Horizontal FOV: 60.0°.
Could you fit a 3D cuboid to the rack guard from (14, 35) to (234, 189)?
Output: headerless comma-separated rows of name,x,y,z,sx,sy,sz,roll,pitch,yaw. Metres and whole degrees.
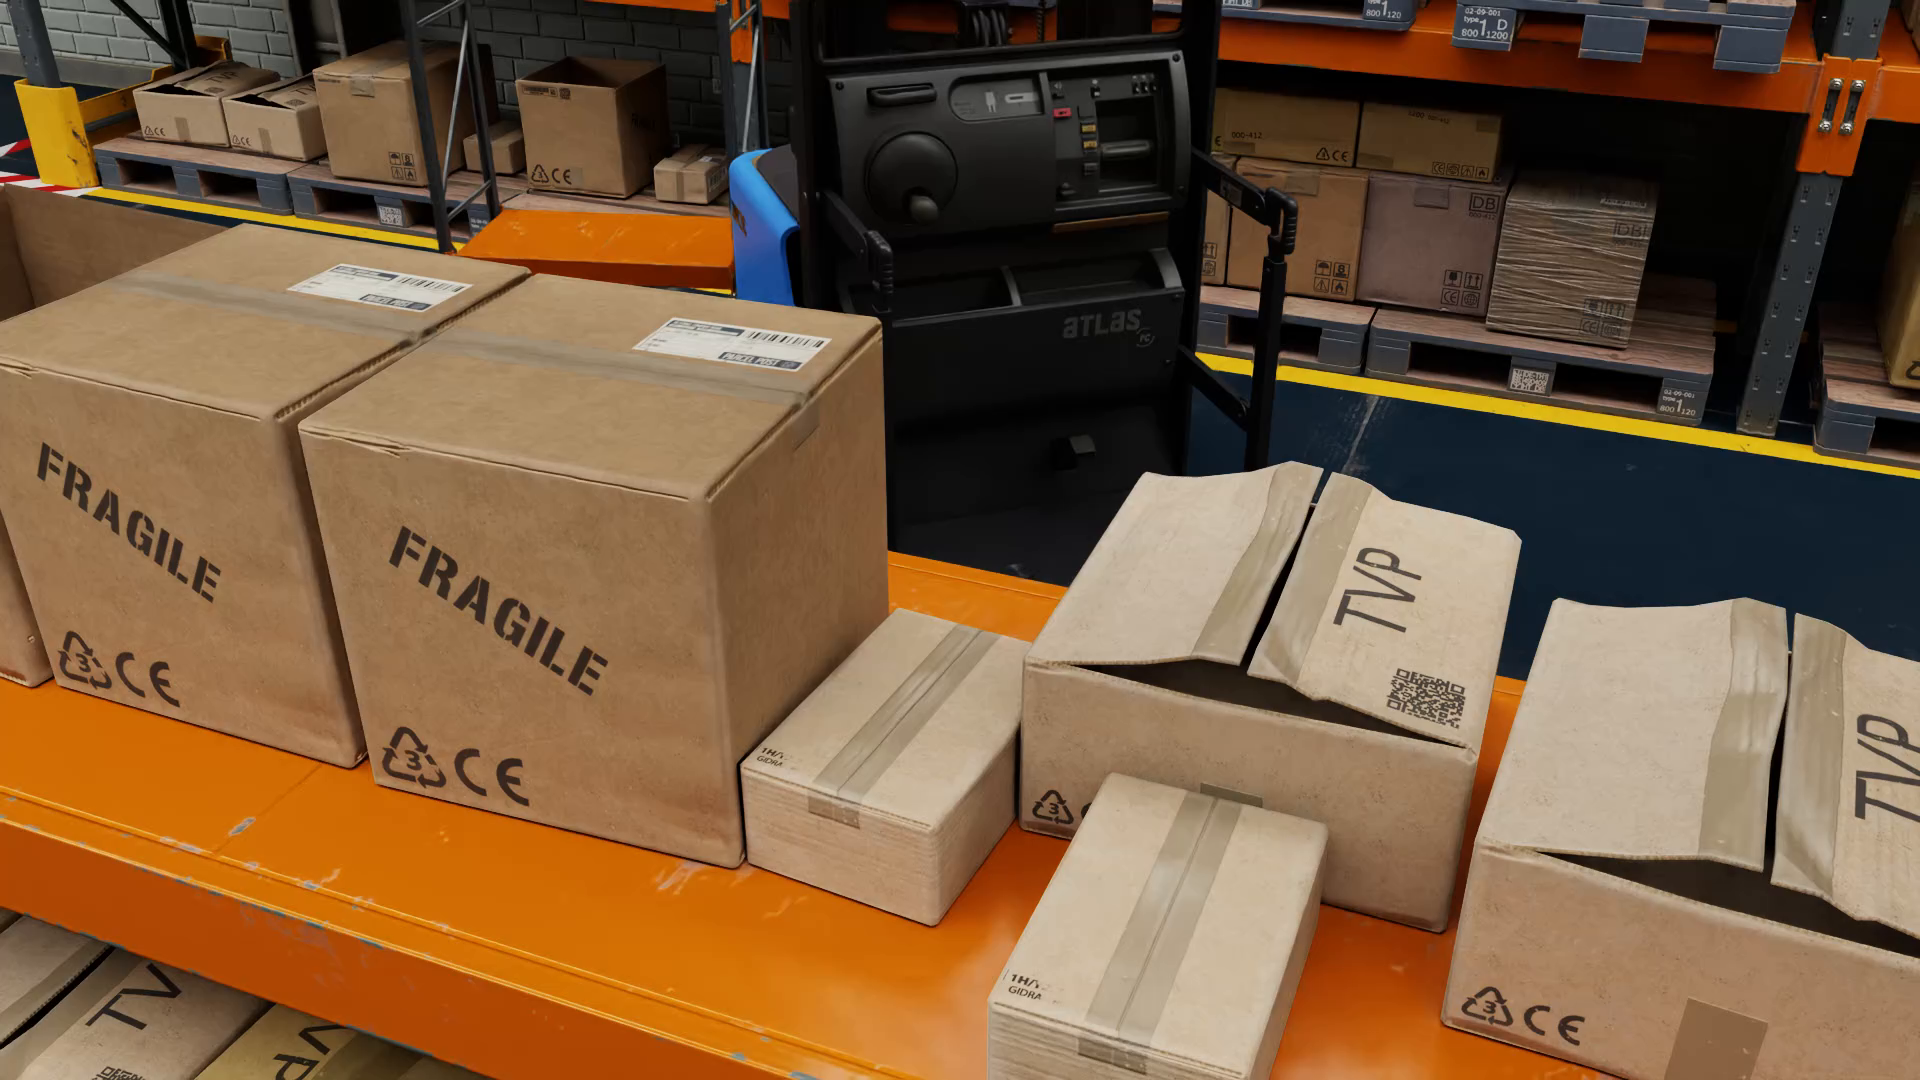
rack guard,-4.336,-2.278,8.772,0.348,0.500,1.175,11,31,19

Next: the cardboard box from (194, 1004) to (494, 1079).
cardboard box,-0.844,0.863,2.472,0.500,0.311,0.500,12,32,20

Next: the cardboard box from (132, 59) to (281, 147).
cardboard box,-3.799,-2.232,8.436,0.500,0.311,0.500,8,30,13

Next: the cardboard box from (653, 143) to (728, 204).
cardboard box,-1.207,-1.684,7.612,0.250,0.166,0.380,7,30,13

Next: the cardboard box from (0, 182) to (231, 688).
cardboard box,-1.365,-0.177,2.414,0.500,0.500,0.500,14,32,23

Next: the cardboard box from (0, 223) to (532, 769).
cardboard box,-0.901,-0.085,2.250,0.500,0.500,0.500,11,31,19

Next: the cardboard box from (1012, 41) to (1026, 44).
cardboard box,0.398,-1.861,6.826,0.500,0.250,0.500,11,31,18

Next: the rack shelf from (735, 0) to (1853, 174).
rack shelf,1.154,-1.957,6.395,4.000,0.370,1.077,11,31,19

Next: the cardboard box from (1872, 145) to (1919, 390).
cardboard box,3.639,-0.951,5.642,0.750,0.750,0.750,11,31,18

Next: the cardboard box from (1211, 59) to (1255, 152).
cardboard box,0.881,-1.767,6.659,0.500,0.250,0.500,10,31,18

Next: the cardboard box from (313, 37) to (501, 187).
cardboard box,-2.610,-2.050,7.923,0.500,0.500,0.700,9,31,16

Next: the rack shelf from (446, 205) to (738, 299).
rack shelf,-1.215,-0.989,5.841,1.000,0.185,0.538,3,30,6

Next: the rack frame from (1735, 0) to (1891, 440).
rack frame,3.007,-1.900,5.563,0.127,3.000,1.000,11,31,19

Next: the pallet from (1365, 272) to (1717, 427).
pallet,2.283,-0.831,6.506,1.213,0.211,1.003,11,31,19

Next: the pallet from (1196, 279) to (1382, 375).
pallet,1.157,-1.058,6.907,1.213,0.211,1.003,11,31,19

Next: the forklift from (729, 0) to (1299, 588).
forklift,0.207,-0.953,3.958,1.130,2.935,3.031,-9,31,-16

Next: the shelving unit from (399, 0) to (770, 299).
shelving unit,-1.206,-1.145,5.751,1.083,1.500,0.587,3,30,6

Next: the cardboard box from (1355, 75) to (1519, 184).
cardboard box,1.815,-1.573,6.316,0.500,0.250,0.500,12,32,20

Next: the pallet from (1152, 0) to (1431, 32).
pallet,1.157,-2.164,6.225,1.213,0.211,1.003,11,31,19

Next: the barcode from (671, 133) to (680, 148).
barcode,-1.375,-1.916,7.969,0.075,0.075,0.001,11,31,19

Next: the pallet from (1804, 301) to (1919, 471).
pallet,3.709,-0.506,5.931,1.213,0.211,1.003,11,31,19

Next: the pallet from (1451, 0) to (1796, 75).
pallet,2.306,-1.900,5.758,1.003,0.211,1.213,11,31,19

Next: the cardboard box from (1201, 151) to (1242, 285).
cardboard box,0.944,-1.429,6.824,0.500,0.500,0.700,12,32,20

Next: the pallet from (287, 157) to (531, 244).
pallet,-2.470,-1.759,8.148,1.213,0.211,1.003,11,31,19

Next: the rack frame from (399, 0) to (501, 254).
rack frame,-1.720,-1.174,5.802,0.032,1.500,0.500,3,30,6

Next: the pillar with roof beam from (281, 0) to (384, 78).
pillar with roof beam,-5.051,-4.294,3.702,0.400,9.000,9.100,11,31,19

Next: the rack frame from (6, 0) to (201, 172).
rack frame,-4.406,-3.380,8.182,0.127,3.000,1.000,11,31,19

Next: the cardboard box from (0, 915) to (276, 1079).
cardboard box,-1.327,0.770,2.638,0.500,0.311,0.500,10,31,17

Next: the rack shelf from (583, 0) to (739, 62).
rack shelf,-2.553,-2.697,7.704,4.000,0.370,1.077,11,31,19

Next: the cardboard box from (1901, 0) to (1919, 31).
cardboard box,3.405,-1.856,5.720,0.250,0.149,0.380,12,32,20

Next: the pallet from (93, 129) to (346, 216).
pallet,-3.596,-1.986,8.549,1.213,0.211,1.003,11,31,19

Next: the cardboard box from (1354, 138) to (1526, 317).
cardboard box,1.886,-1.261,6.526,0.500,0.500,0.700,11,31,19

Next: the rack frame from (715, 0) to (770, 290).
rack frame,-0.710,-1.117,5.702,0.032,1.500,0.500,3,30,6

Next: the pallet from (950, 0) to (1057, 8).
pallet,-0.046,-2.349,6.552,1.213,0.211,1.003,11,31,19

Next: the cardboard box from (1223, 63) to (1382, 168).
cardboard box,1.337,-1.666,6.481,0.500,0.250,0.500,11,31,19

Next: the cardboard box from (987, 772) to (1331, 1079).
cardboard box,0.211,0.428,1.699,0.250,0.149,0.380,11,31,19

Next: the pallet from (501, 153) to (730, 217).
pallet,-1.335,-1.534,7.750,1.213,0.211,1.003,11,31,19

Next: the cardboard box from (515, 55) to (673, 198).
cardboard box,-1.676,-1.917,7.687,0.500,0.500,0.500,9,31,15

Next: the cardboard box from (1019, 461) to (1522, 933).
cardboard box,0.392,0.144,2.037,0.500,0.311,0.500,11,31,19

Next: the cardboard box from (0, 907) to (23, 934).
cardboard box,-1.808,0.674,2.806,0.500,0.311,0.500,11,31,19

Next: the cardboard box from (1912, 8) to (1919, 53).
cardboard box,3.225,-1.633,5.326,0.250,0.149,0.380,11,31,18

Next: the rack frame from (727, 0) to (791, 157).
rack frame,-0.700,-2.640,6.873,0.127,3.000,1.000,11,31,19

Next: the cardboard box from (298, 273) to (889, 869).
cardboard box,-0.413,0.013,2.077,0.500,0.500,0.500,10,31,16

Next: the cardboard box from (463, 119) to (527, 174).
cardboard box,-2.174,-1.896,8.005,0.250,0.149,0.380,9,31,15

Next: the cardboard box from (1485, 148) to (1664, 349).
cardboard box,2.320,-1.113,6.264,0.500,0.500,0.700,12,32,20

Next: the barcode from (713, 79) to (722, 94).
barcode,-1.110,-2.092,7.671,0.075,0.075,0.001,11,31,19

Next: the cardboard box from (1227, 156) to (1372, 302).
cardboard box,1.415,-1.340,6.666,0.500,0.500,0.700,11,31,19

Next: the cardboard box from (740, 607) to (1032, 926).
cardboard box,-0.055,0.258,2.000,0.250,0.149,0.380,14,32,23

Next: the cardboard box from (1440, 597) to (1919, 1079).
cardboard box,0.827,0.311,1.742,0.500,0.311,0.500,13,32,22

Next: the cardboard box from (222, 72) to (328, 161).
cardboard box,-3.271,-2.127,8.250,0.500,0.311,0.500,14,32,23

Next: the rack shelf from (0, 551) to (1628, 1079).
rack shelf,-0.705,0.240,2.362,3.687,0.071,0.831,11,31,19

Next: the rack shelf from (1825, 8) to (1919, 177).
rack shelf,4.860,-1.217,5.086,4.000,0.370,1.077,11,31,19
